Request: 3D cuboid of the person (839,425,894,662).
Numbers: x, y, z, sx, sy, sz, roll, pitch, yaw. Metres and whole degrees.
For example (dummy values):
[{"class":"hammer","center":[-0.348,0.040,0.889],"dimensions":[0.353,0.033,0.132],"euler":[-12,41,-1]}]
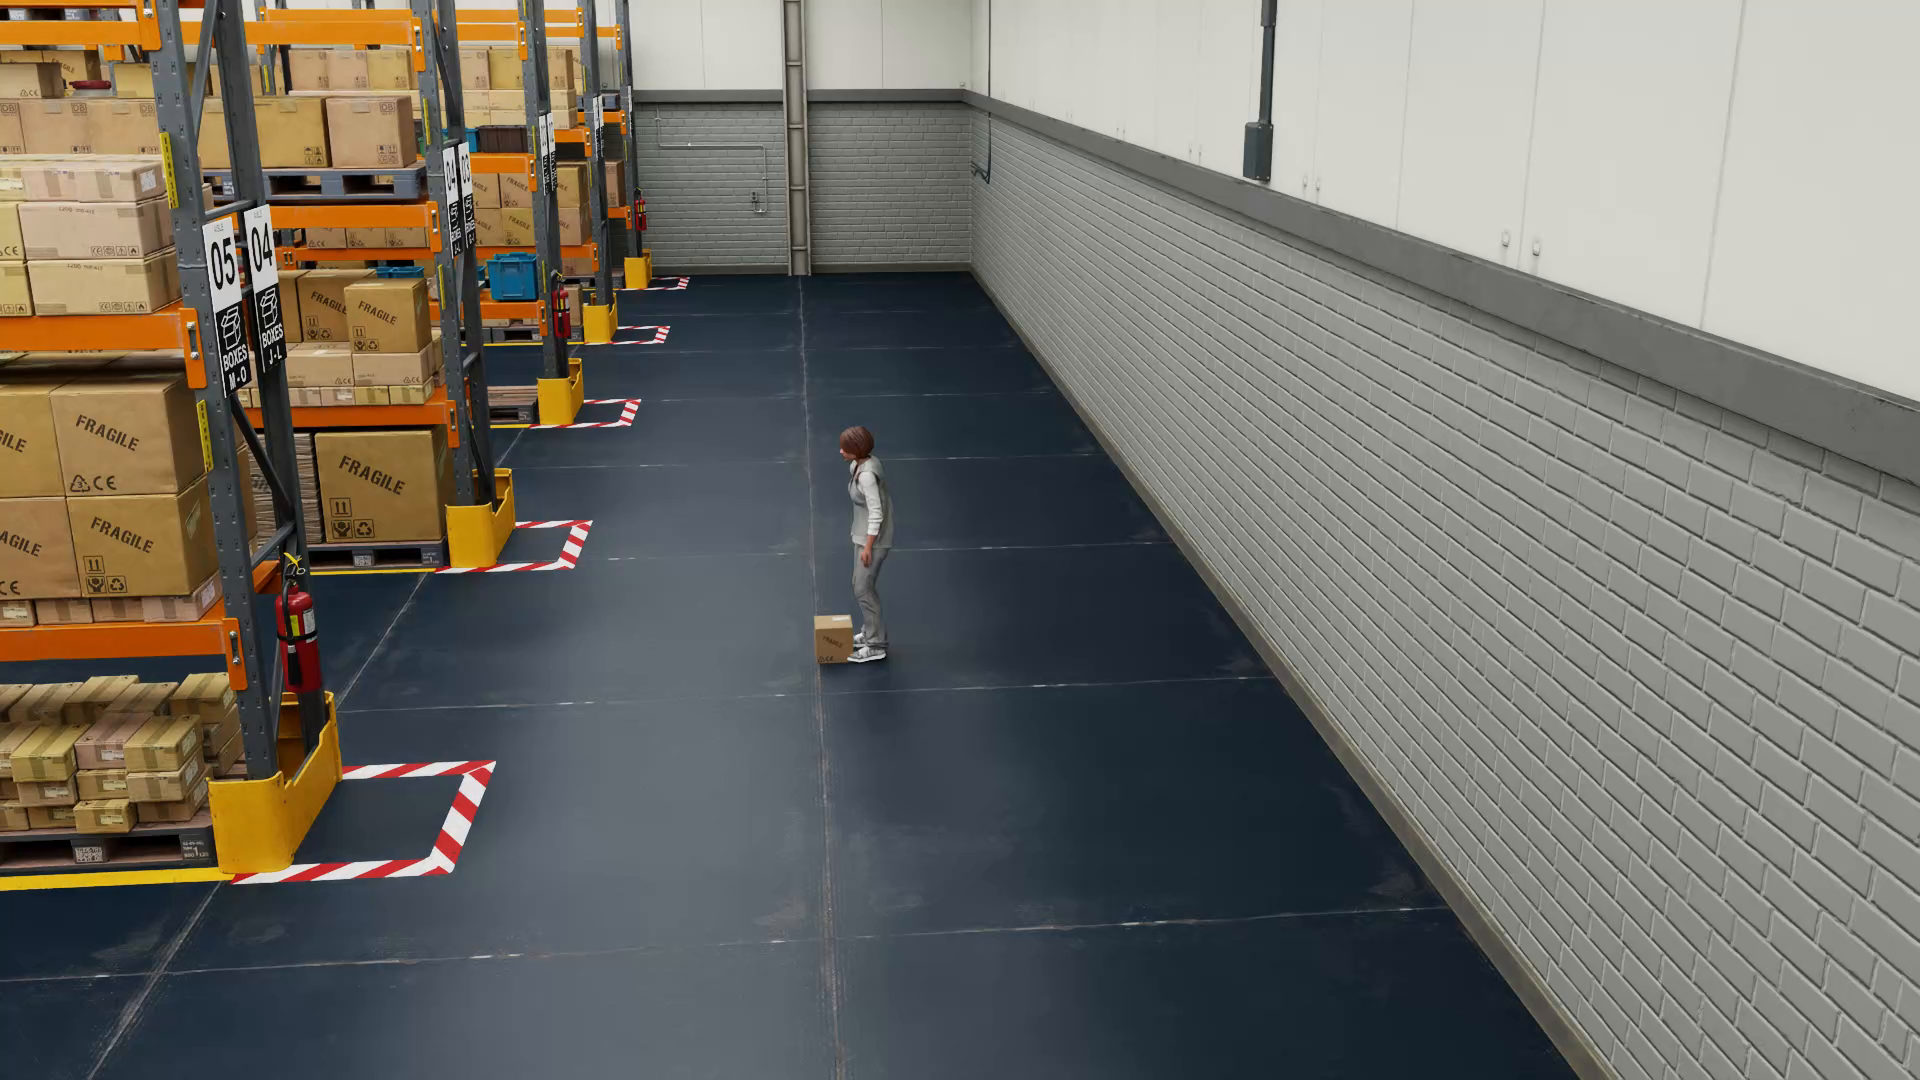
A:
[{"class":"person","center":[-0.616,0.014,11.019],"dimensions":[0.347,1.591,0.459],"euler":[-2,17,-6]}]
